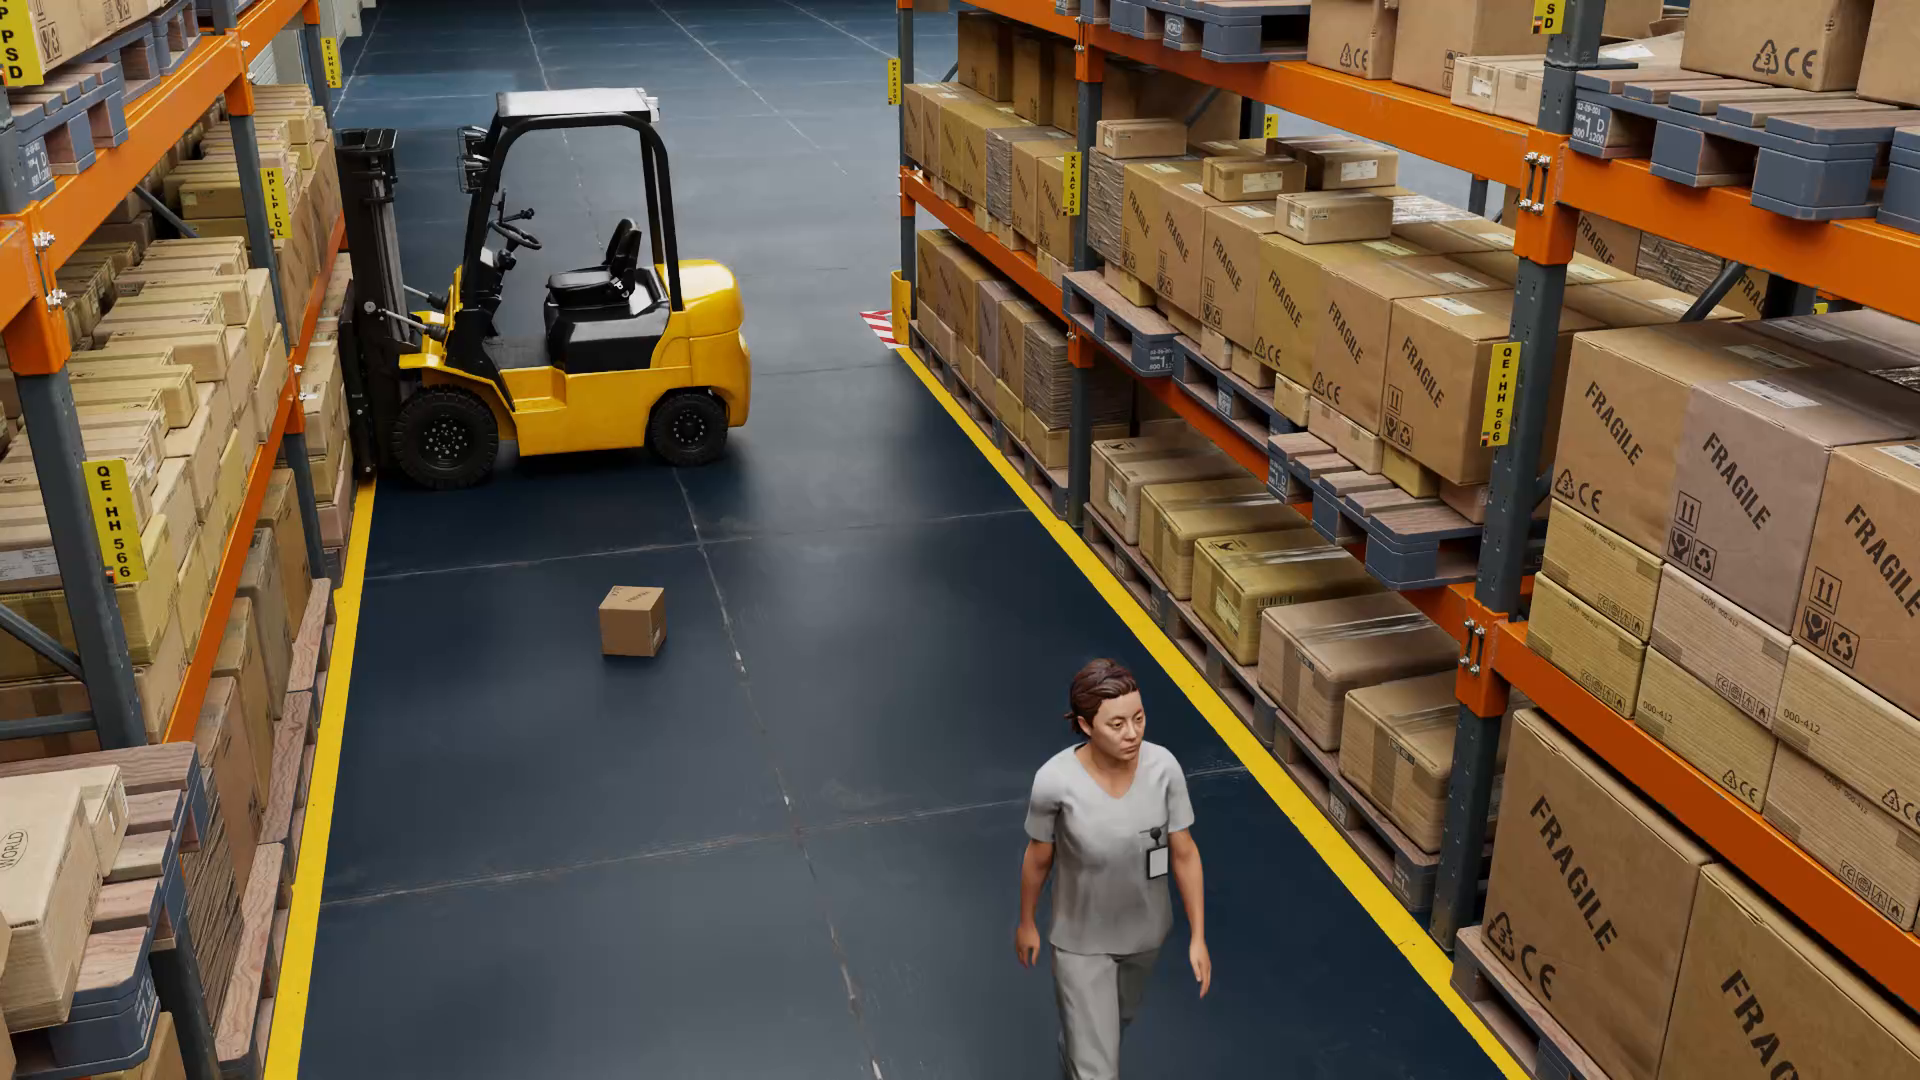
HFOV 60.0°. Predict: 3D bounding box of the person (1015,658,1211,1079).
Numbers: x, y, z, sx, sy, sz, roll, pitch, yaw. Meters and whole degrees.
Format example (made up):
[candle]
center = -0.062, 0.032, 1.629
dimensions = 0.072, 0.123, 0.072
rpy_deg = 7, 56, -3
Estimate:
[person]
center = 0.430, 1.099, 4.524
dimensions = 0.457, 1.602, 0.965
rpy_deg = -7, 24, -17
